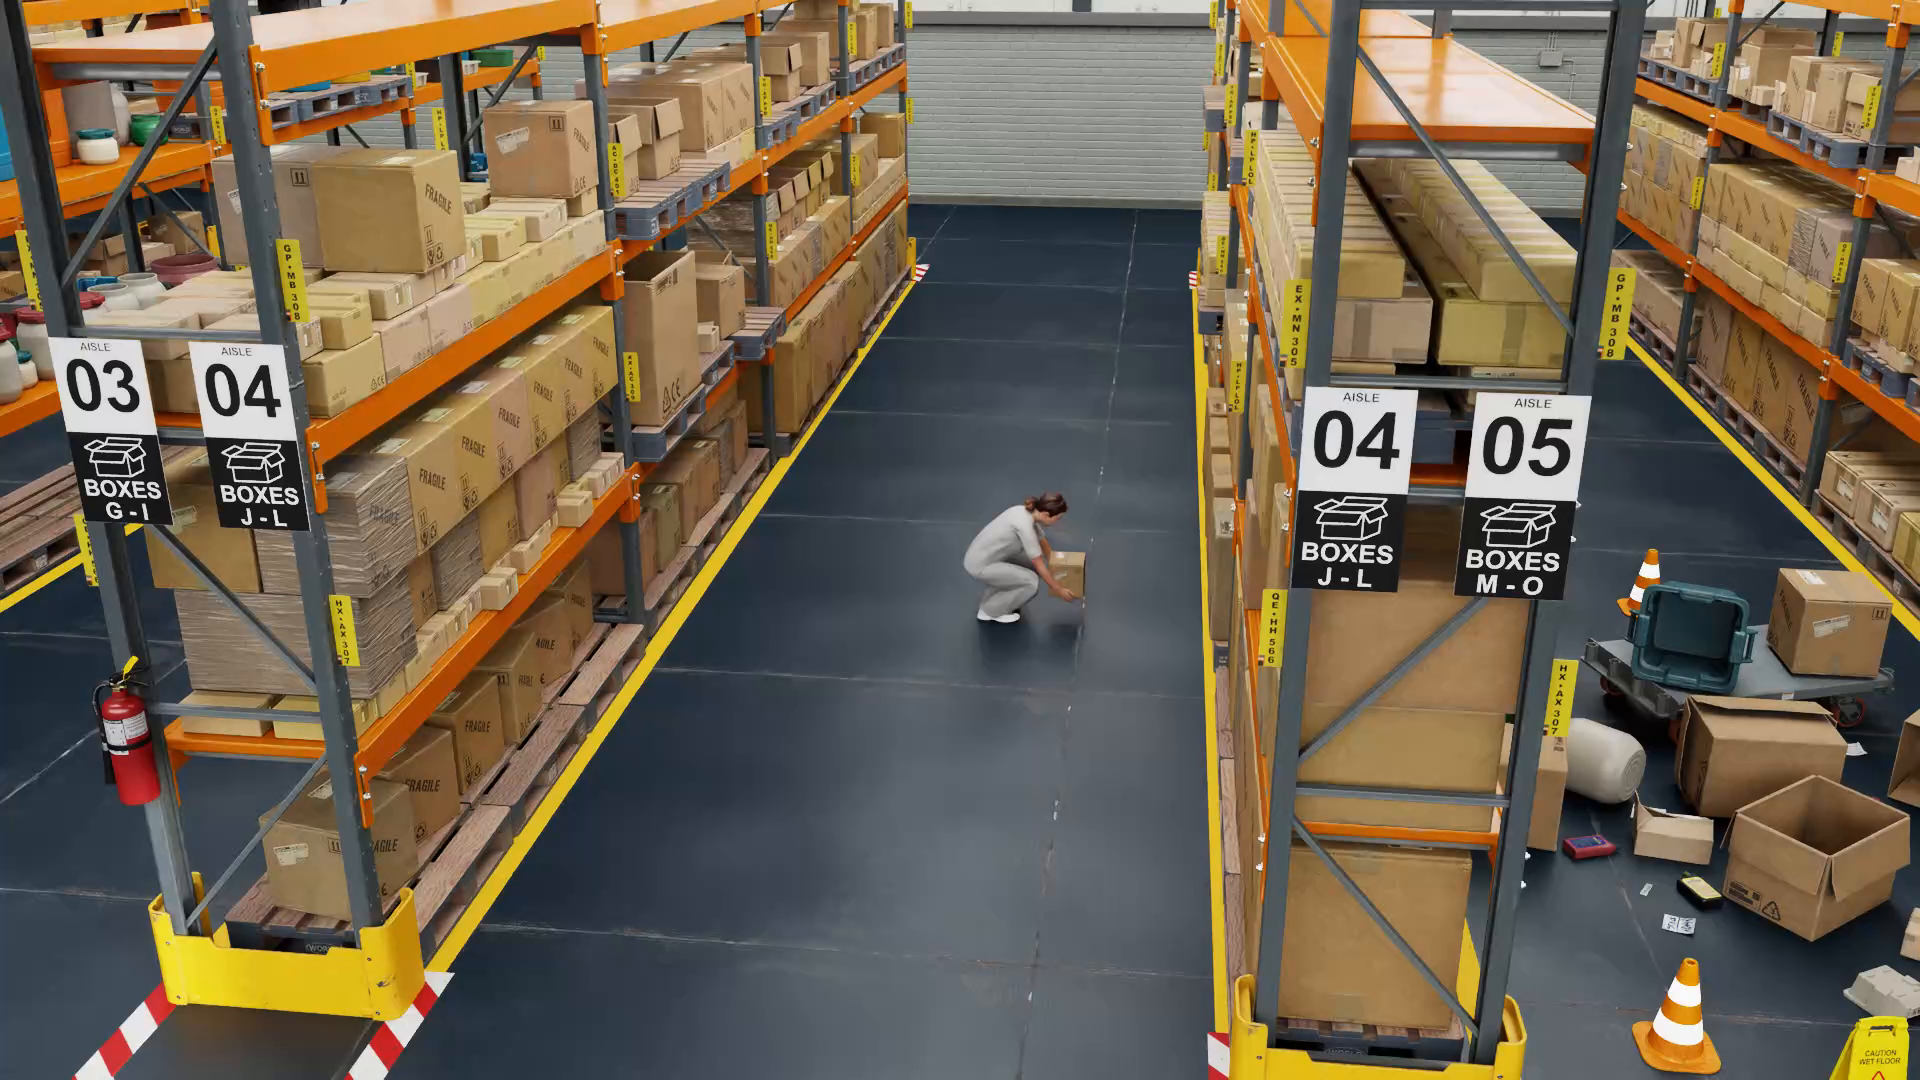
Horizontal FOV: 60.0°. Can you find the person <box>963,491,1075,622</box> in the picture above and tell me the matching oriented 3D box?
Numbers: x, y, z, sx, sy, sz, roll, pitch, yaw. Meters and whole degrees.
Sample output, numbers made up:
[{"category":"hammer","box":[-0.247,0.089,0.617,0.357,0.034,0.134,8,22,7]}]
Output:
[{"category":"person","box":[0.432,0.102,11.859,0.811,0.931,0.484,3,21,6]}]
